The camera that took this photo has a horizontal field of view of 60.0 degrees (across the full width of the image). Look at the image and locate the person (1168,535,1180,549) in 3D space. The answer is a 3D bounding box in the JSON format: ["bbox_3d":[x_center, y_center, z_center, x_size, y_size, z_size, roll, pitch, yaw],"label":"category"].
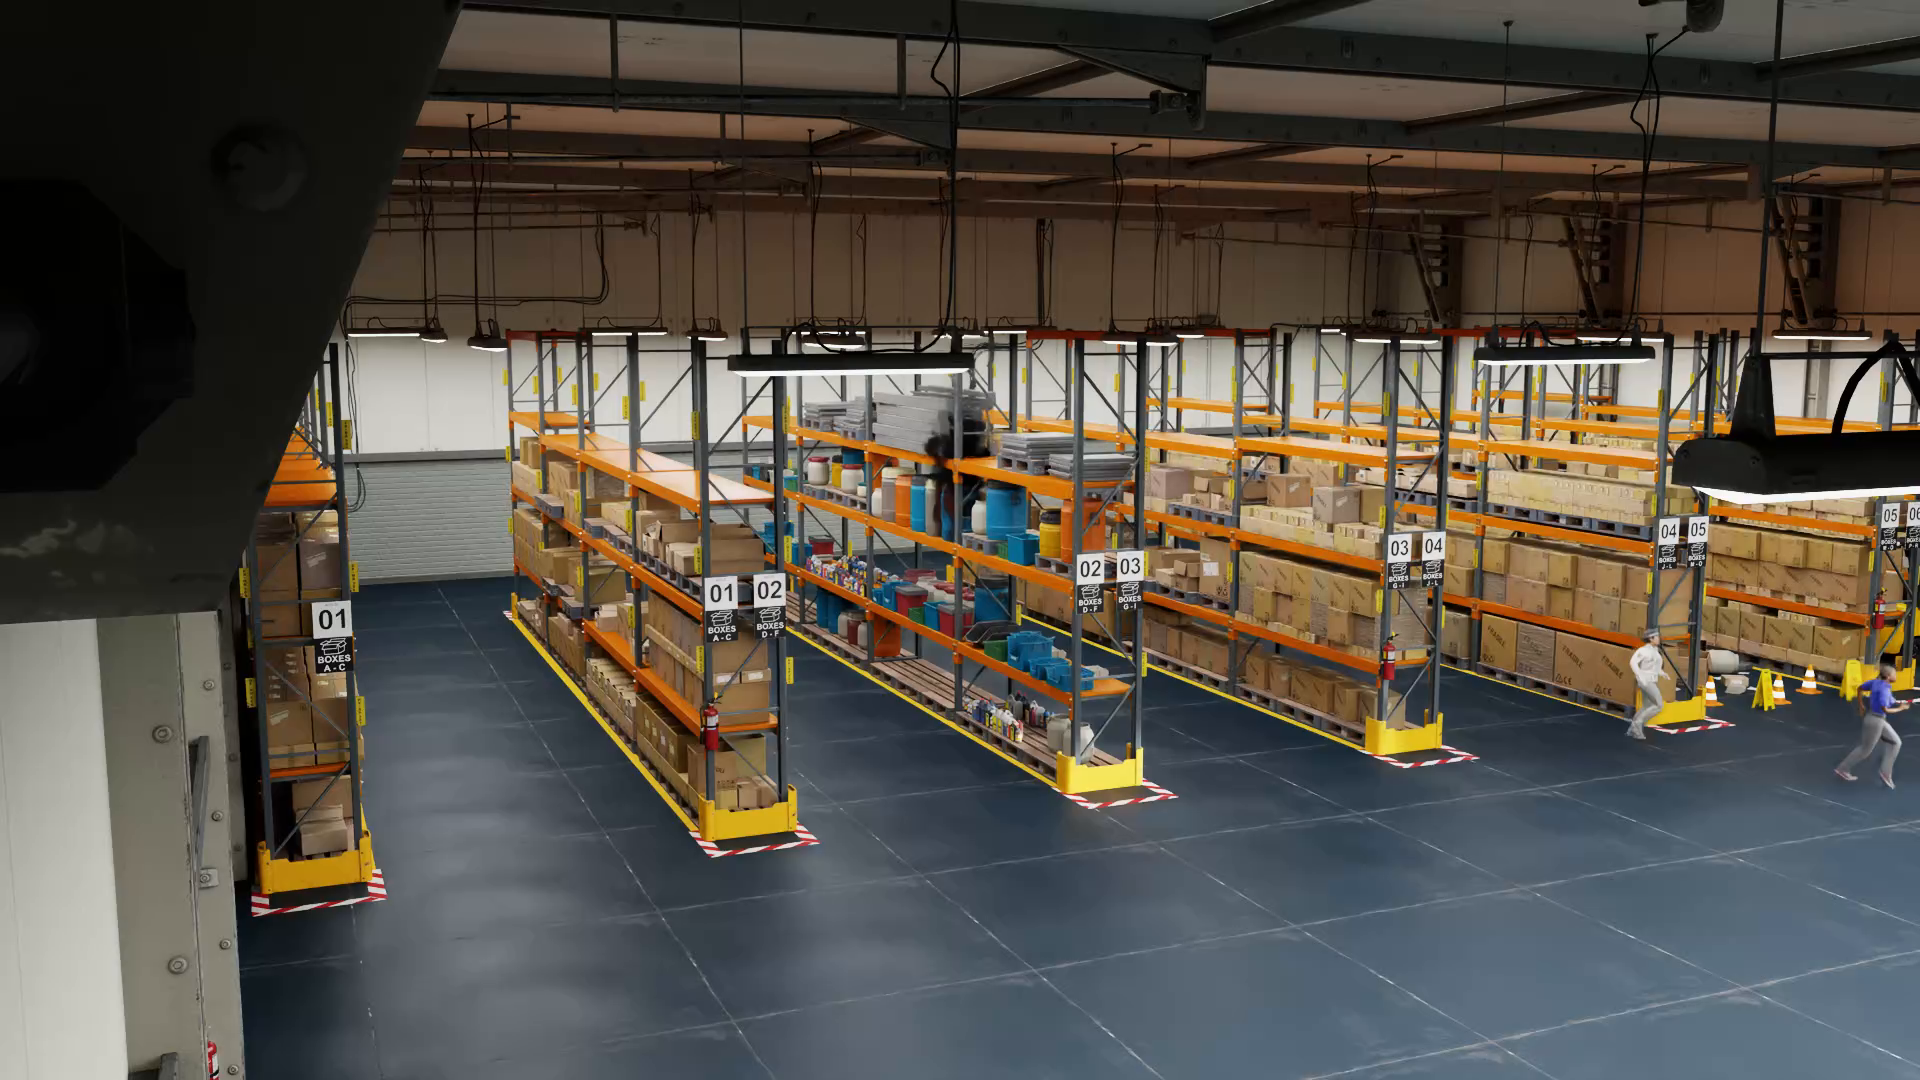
[{"bbox_3d":[5.370,-0.263,41.978,0.705,1.824,0.632,-4,9,-25],"label":"person"}]

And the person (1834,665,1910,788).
[{"bbox_3d":[12.262,2.496,22.341,0.832,1.684,0.599,3,8,22],"label":"person"}]

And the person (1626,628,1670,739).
[{"bbox_3d":[10.331,2.138,24.892,0.539,1.651,0.607,5,9,34],"label":"person"}]
